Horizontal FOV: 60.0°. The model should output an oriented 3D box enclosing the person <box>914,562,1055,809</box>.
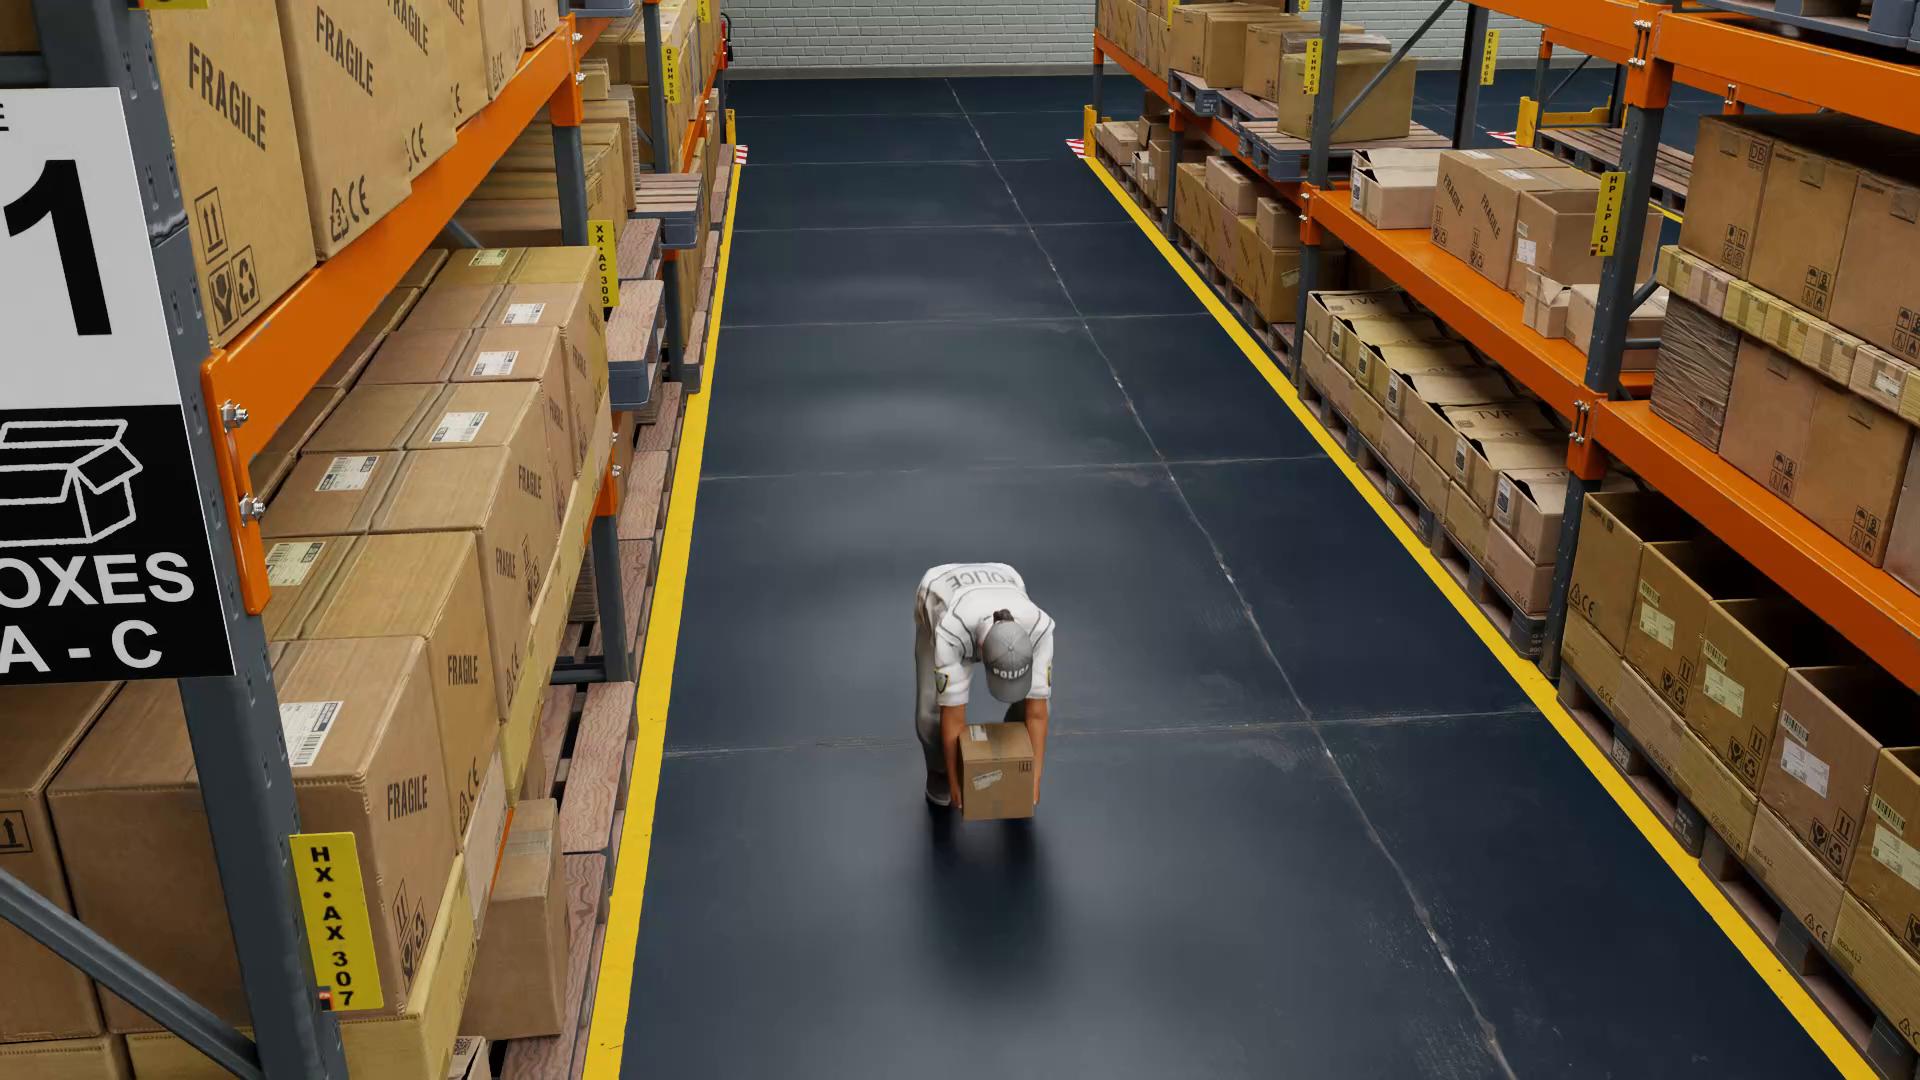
[{"bbox_3d":[0.084,0.578,6.162,0.508,0.966,0.934,-3,24,-8],"label":"person"}]
